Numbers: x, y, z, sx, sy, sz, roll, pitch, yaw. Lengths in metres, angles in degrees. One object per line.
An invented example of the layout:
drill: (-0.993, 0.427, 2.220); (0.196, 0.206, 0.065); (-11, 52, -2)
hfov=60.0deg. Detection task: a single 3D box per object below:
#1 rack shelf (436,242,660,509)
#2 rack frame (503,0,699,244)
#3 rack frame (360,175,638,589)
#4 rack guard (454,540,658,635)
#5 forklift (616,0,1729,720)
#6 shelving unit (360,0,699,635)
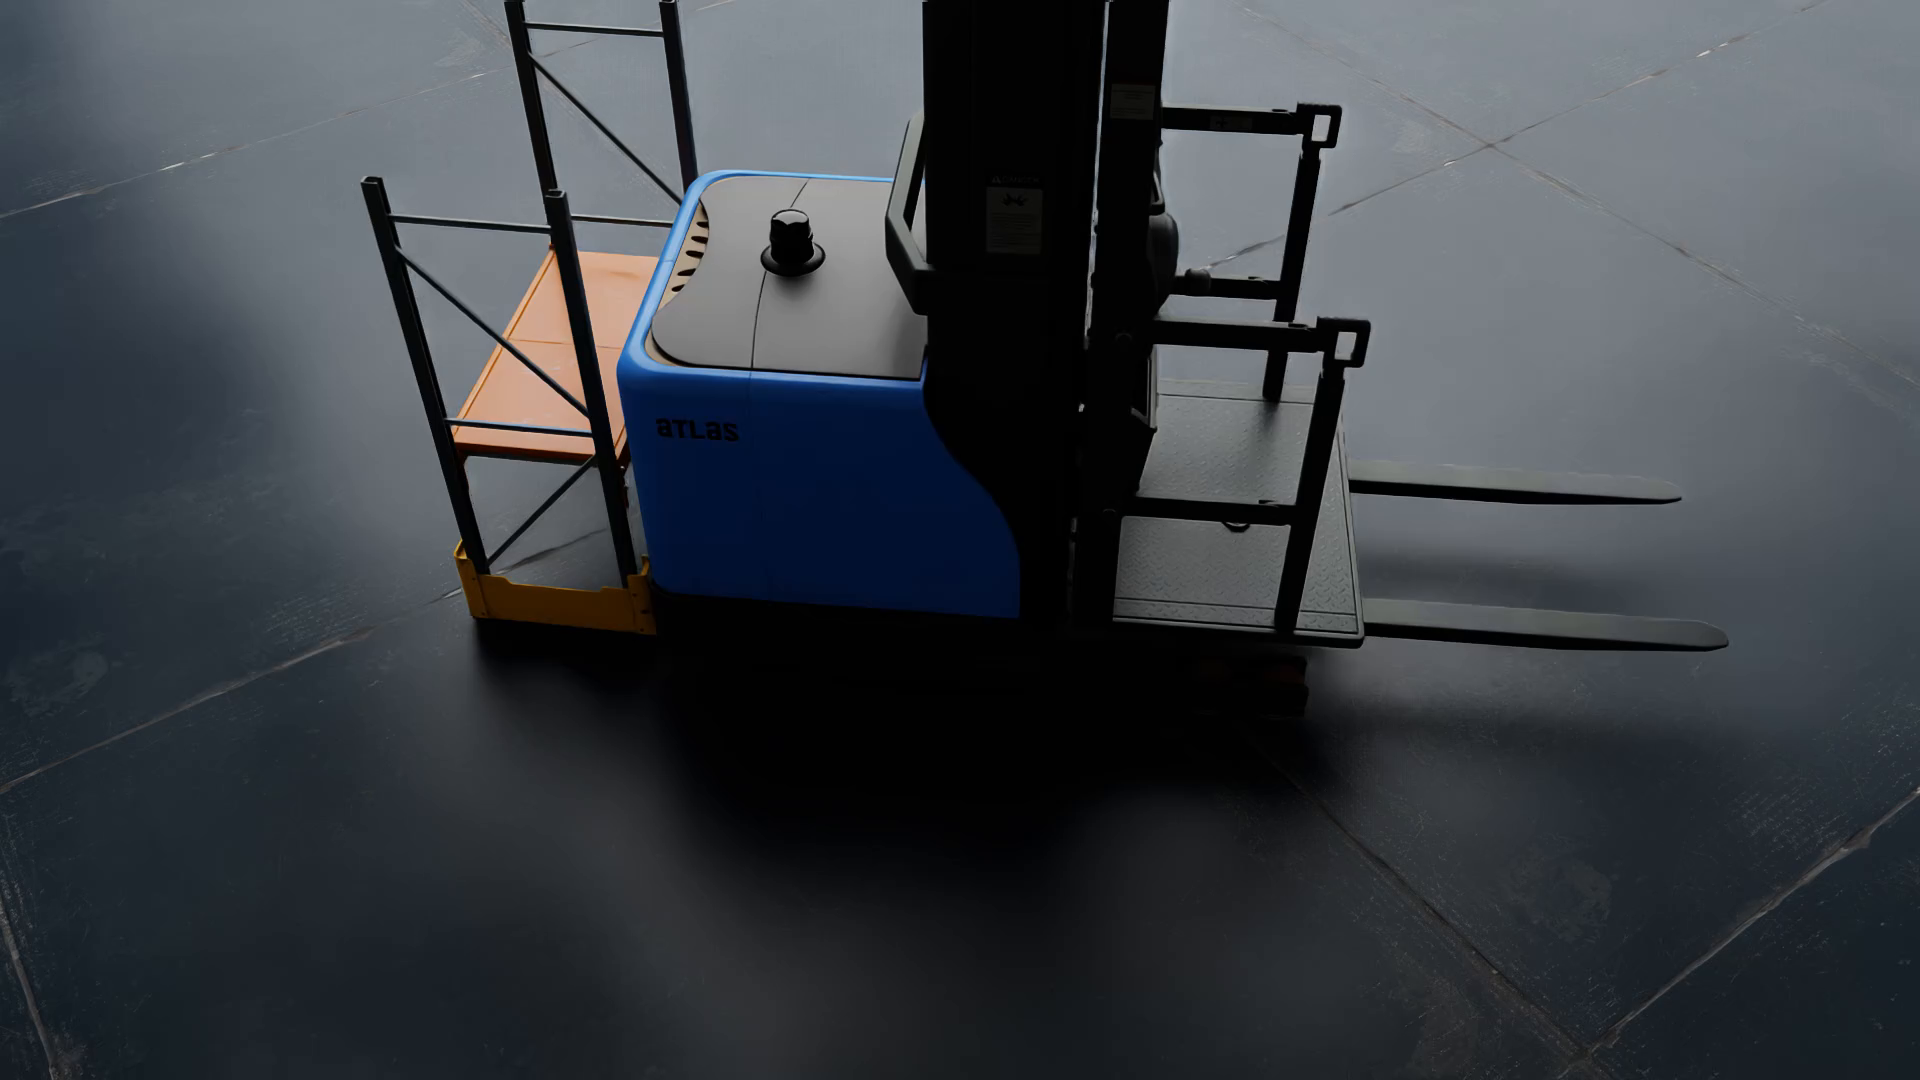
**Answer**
rack shelf: (-1.116, -0.517, 4.966); (0.538, 0.185, 1.000); (5, 44, 6)
rack frame: (-1.047, -0.995, 5.206); (0.500, 1.500, 0.032); (5, 44, 6)
rack frame: (-1.185, -0.300, 4.478); (0.500, 1.500, 0.032); (5, 44, 6)
rack guard: (-1.182, 0.139, 4.923); (0.587, 0.250, 0.087); (5, 44, 6)
forklift: (0.664, -0.938, 4.110); (3.031, 2.935, 1.130); (4, 44, 4)
shelving unit: (-1.115, -0.654, 4.849); (0.587, 1.500, 1.083); (5, 44, 6)
